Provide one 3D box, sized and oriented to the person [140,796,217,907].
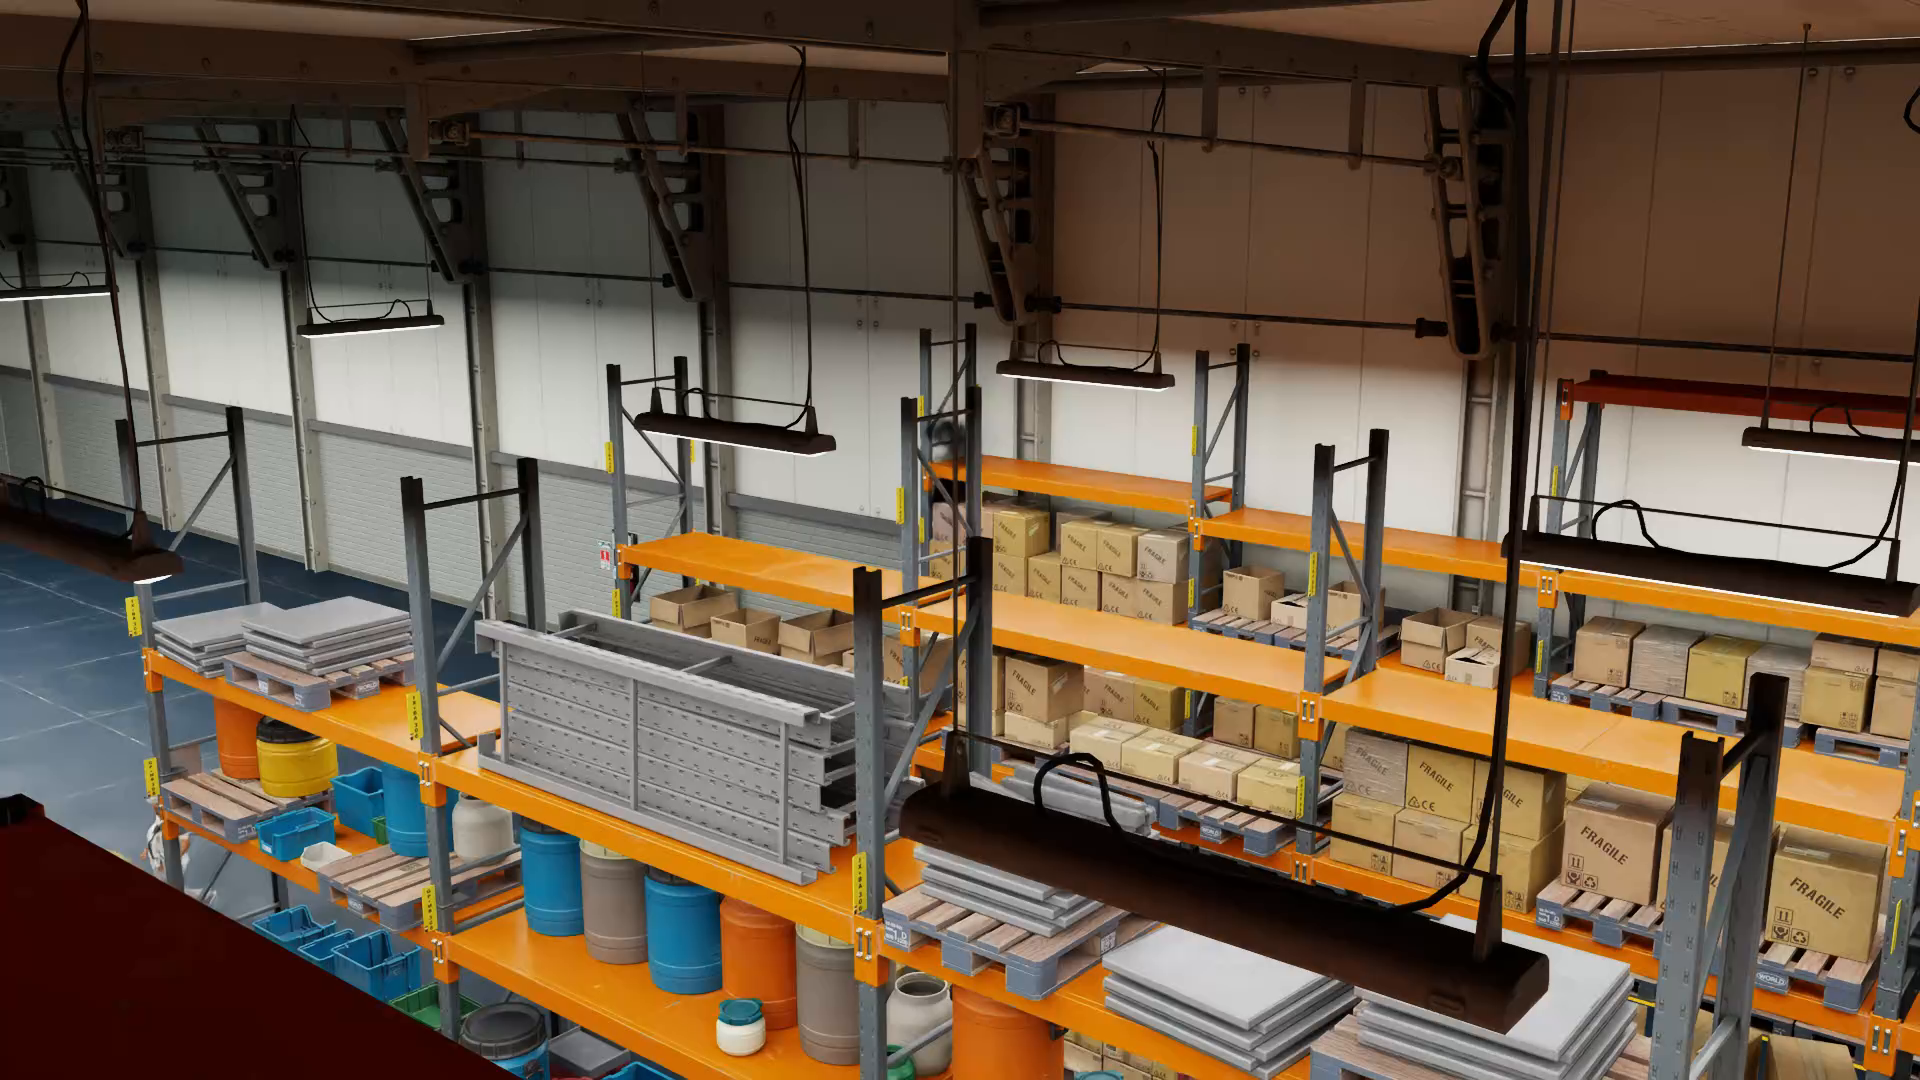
[{"bbox_3d":[-8.260,3.420,17.489,0.764,1.651,0.616,-7,14,-28],"label":"person"}]
